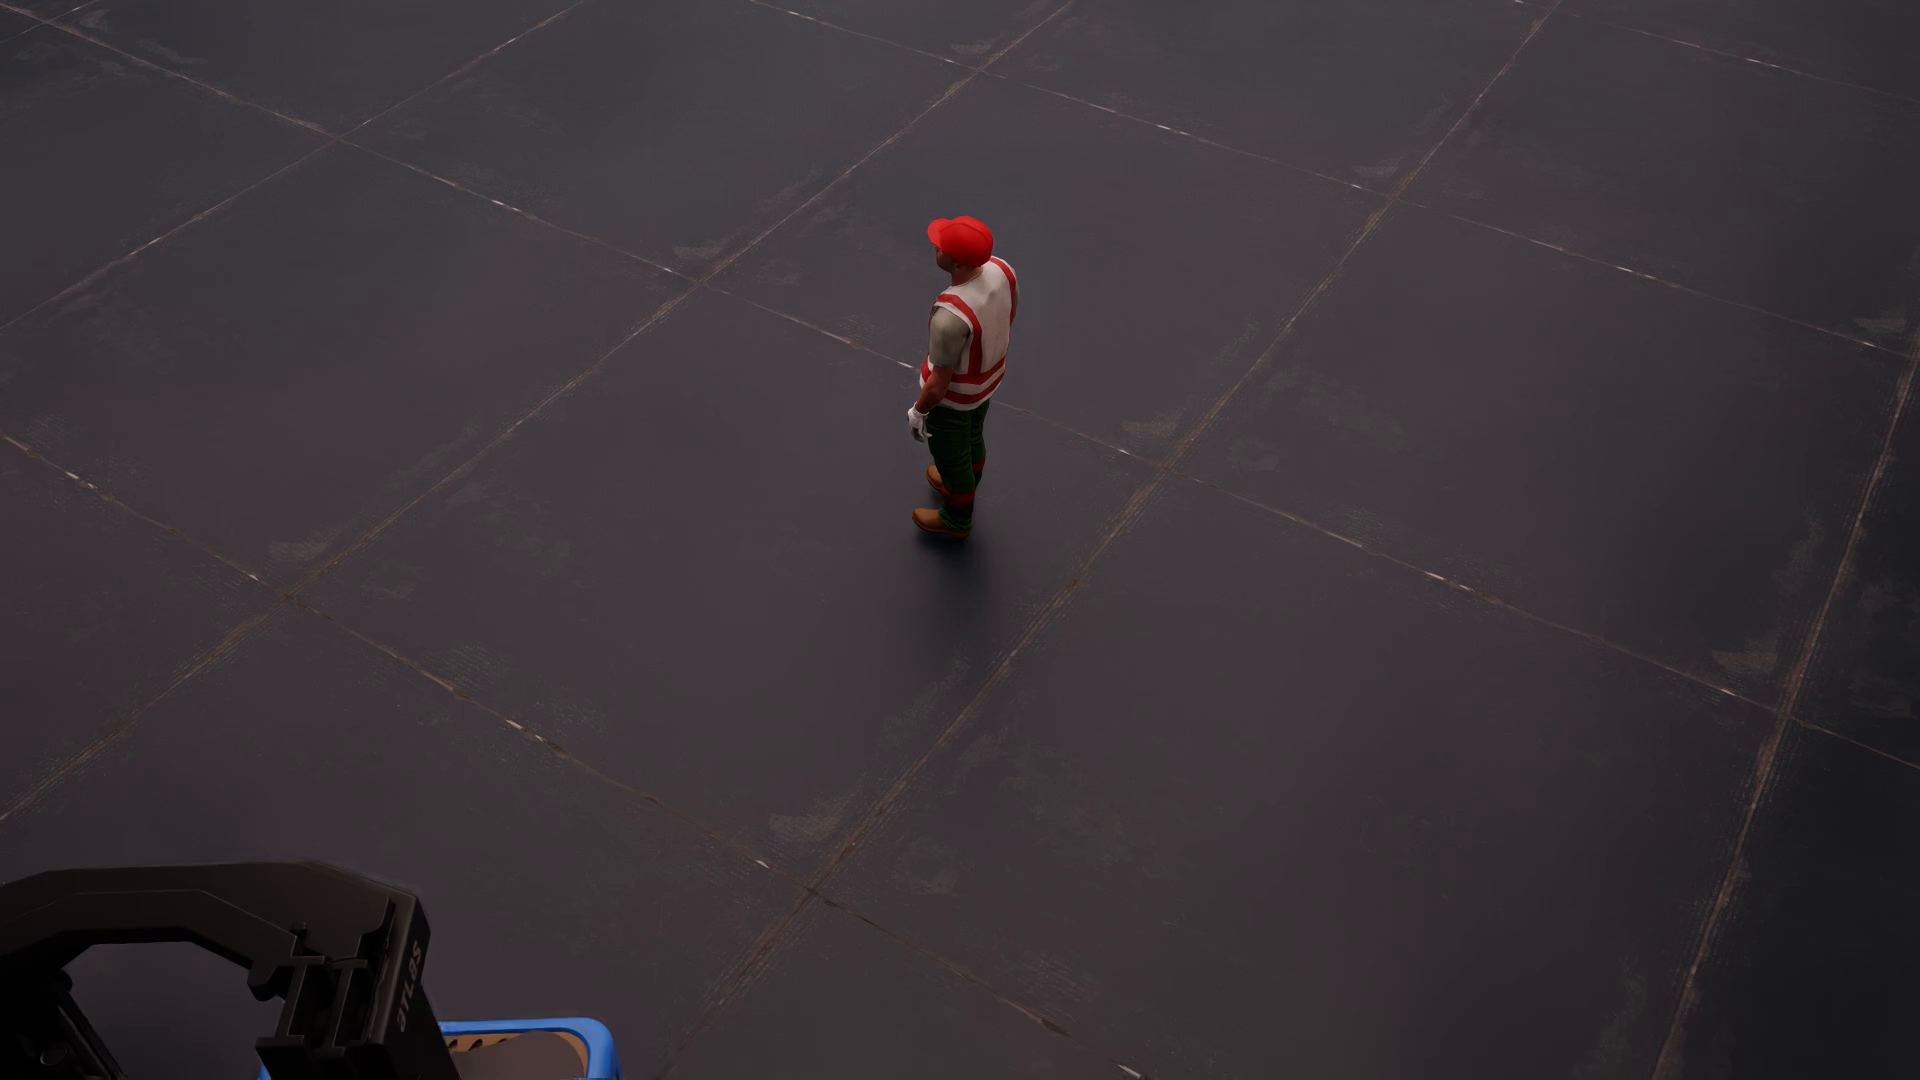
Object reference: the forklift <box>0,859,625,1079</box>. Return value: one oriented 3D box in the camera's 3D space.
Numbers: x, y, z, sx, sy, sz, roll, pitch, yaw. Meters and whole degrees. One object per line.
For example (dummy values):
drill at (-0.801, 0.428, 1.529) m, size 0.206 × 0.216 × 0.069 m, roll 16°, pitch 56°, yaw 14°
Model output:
forklift at (-1.475, 2.159, 3.572) m, size 1.130 × 2.935 × 3.031 m, roll -2°, pitch 44°, yaw -2°

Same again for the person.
person at (-0.060, -0.721, 7.369) m, size 0.564 × 1.787 × 0.637 m, roll 24°, pitch 48°, yaw 23°
